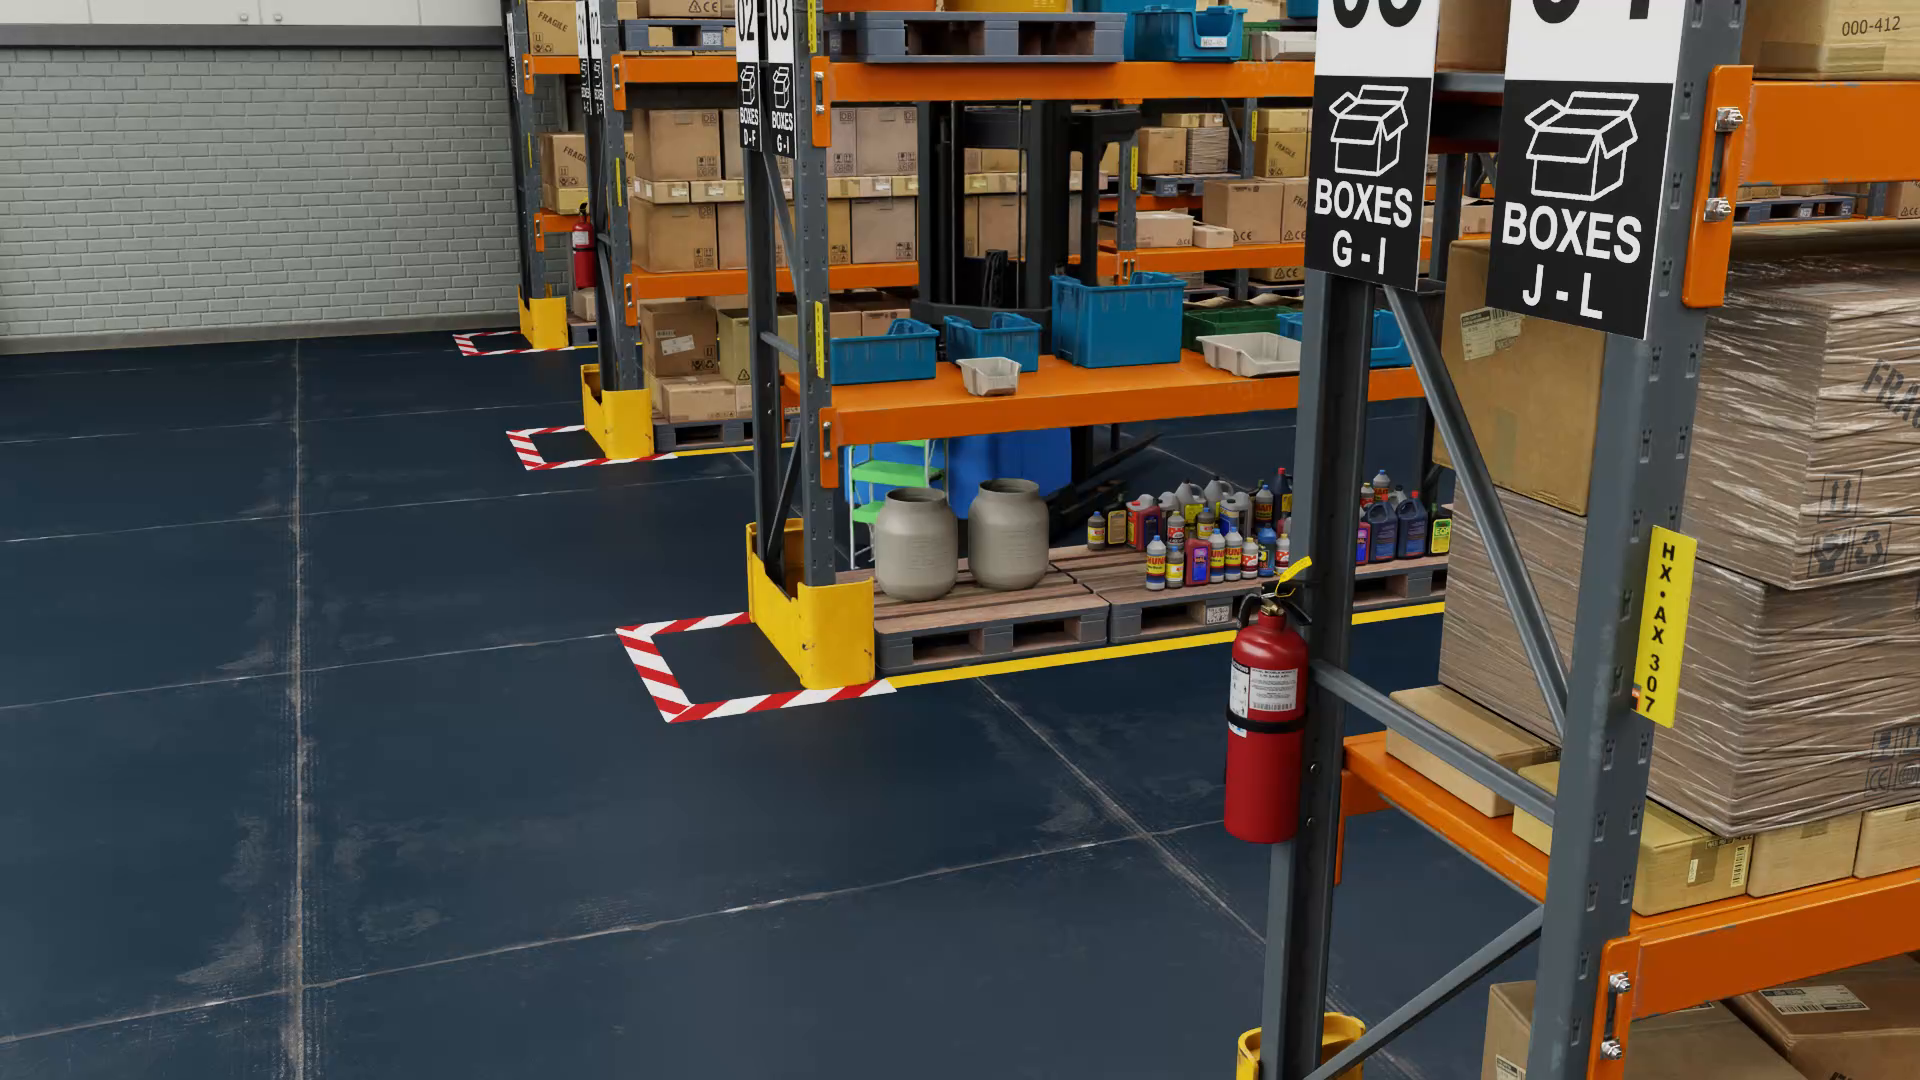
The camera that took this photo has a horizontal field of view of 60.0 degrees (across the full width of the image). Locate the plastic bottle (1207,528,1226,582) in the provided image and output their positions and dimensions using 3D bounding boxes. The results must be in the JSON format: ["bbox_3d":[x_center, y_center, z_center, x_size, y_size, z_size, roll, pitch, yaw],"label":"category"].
[{"bbox_3d":[1.318,0.075,8.580,0.097,0.271,0.097,0,16,0],"label":"plastic bottle"}]

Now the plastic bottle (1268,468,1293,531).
[{"bbox_3d":[1.850,-0.240,9.511,0.185,0.351,0.144,-7,18,-22],"label":"plastic bottle"}]

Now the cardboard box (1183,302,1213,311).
[{"bbox_3d":[1.919,-1.916,14.438,0.500,0.311,0.500,-6,17,-19],"label":"cardboard box"}]

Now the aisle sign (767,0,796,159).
[{"bbox_3d":[-0.769,-2.050,7.143,0.004,0.787,0.394,-6,17,-20],"label":"aisle sign"}]

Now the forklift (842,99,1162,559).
[{"bbox_3d":[0.446,-1.641,10.483,1.130,2.935,3.031,9,18,27],"label":"forklift"}]

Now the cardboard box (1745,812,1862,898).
[{"bbox_3d":[1.558,0.550,3.347,0.250,0.149,0.380,-6,17,-20],"label":"cardboard box"}]

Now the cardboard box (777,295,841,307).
[{"bbox_3d":[-1.253,-1.670,13.265,0.500,0.500,0.500,-6,17,-20],"label":"cardboard box"}]

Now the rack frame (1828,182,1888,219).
[{"bbox_3d":[8.630,-3.401,16.356,0.127,3.000,1.000,-6,17,-20],"label":"rack frame"}]

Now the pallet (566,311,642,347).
[{"bbox_3d":[-3.509,-2.236,17.339,1.213,0.211,1.003,-6,17,-20],"label":"pallet"}]

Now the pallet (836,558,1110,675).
[{"bbox_3d":[0.008,0.350,8.532,1.213,0.211,1.003,-6,17,-20],"label":"pallet"}]

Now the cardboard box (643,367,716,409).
[{"bbox_3d":[-2.180,-1.205,13.013,0.500,0.250,0.500,-6,17,-20],"label":"cardboard box"}]

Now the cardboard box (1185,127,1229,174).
[{"bbox_3d":[2.684,-4.510,19.173,0.500,0.500,0.700,-8,18,-27],"label":"cardboard box"}]

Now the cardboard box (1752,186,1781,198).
[{"bbox_3d":[7.488,-3.575,16.027,0.500,0.500,0.700,-3,17,-11],"label":"cardboard box"}]

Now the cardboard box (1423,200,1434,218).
[{"bbox_3d":[3.990,-2.916,14.861,0.500,0.311,0.500,-6,18,-21],"label":"cardboard box"}]

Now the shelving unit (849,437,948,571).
[{"bbox_3d":[-0.343,-0.399,9.327,0.503,1.200,0.258,8,18,26],"label":"shelving unit"}]

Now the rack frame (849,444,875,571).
[{"bbox_3d":[-0.559,-0.431,9.436,0.015,1.200,0.240,8,18,26],"label":"rack frame"}]

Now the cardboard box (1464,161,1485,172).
[{"bbox_3d":[6.040,-4.737,20.165,0.500,0.500,0.500,-6,17,-20],"label":"cardboard box"}]

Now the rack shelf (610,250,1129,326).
[{"bbox_3d":[-0.708,-2.047,13.024,4.000,0.370,1.077,-6,17,-20],"label":"rack shelf"}]

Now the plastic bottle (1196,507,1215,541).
[{"bbox_3d":[1.364,-0.079,9.229,0.097,0.201,0.097,0,16,0],"label":"plastic bottle"}]

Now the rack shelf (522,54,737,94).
[{"bbox_3d":[-2.484,-4.790,17.038,4.000,0.370,1.077,-6,17,-20],"label":"rack shelf"}]

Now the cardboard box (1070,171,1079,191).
[{"bbox_3d":[0.751,-2.845,13.135,0.250,0.149,0.380,-7,18,-21],"label":"cardboard box"}]

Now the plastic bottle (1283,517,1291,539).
[{"bbox_3d":[1.796,0.013,8.783,0.135,0.276,0.152,-6,17,-19],"label":"plastic bottle"}]

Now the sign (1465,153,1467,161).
[{"bbox_3d":[4.692,-3.657,15.313,0.005,0.325,0.100,-6,17,-20],"label":"sign"}]

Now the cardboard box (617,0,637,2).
[{"bbox_3d":[-3.418,-5.483,16.134,0.500,0.500,0.500,-6,18,-21],"label":"cardboard box"}]

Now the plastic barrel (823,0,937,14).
[{"bbox_3d":[-0.398,-2.817,7.535,0.708,0.830,0.600,-6,17,-20],"label":"plastic barrel"}]

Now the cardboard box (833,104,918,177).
[{"bbox_3d":[-0.658,-3.067,12.737,0.500,0.500,0.700,-6,17,-20],"label":"cardboard box"}]

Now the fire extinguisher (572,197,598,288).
[{"bbox_3d":[-2.852,-2.264,12.622,0.183,0.674,0.296,-6,17,-20],"label":"fire extinguisher"}]

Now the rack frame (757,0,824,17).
[{"bbox_3d":[-0.807,-3.766,6.951,0.127,3.000,1.000,-6,17,-20],"label":"rack frame"}]

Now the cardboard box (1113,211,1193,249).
[{"bbox_3d":[1.604,-2.583,13.838,0.500,0.250,0.500,-5,17,-17],"label":"cardboard box"}]

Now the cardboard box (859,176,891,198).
[{"bbox_3d":[-0.696,-2.688,12.599,0.250,0.149,0.380,-6,17,-20],"label":"cardboard box"}]

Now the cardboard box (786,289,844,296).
[{"bbox_3d":[-1.571,-2.794,17.944,0.500,0.500,0.500,-8,18,-24],"label":"cardboard box"}]

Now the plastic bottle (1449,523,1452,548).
[{"bbox_3d":[2.701,-0.041,9.098,0.097,0.201,0.097,0,16,0],"label":"plastic bottle"}]

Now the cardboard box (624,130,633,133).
[{"bbox_3d":[-3.514,-3.943,17.102,0.500,0.500,0.500,-6,17,-19],"label":"cardboard box"}]

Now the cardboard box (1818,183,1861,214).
[{"bbox_3d":[9.005,-3.567,16.743,0.500,0.500,0.500,-6,17,-19],"label":"cardboard box"}]

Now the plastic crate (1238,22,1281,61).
[{"bbox_3d":[1.358,-2.541,8.479,0.450,0.188,0.336,-6,17,-20],"label":"plastic crate"}]

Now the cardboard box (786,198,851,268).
[{"bbox_3d":[-1.181,-2.385,12.720,0.500,0.500,0.700,-6,17,-20],"label":"cardboard box"}]

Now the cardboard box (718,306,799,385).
[{"bbox_3d":[-1.529,-1.479,12.616,0.500,0.500,0.500,-6,17,-20],"label":"cardboard box"}]

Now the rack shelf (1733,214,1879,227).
[{"bbox_3d":[6.762,-2.854,15.770,4.000,0.370,1.077,-6,17,-20],"label":"rack shelf"}]

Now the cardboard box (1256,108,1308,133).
[{"bbox_3d":[3.662,-4.841,19.190,0.500,0.250,0.500,-6,17,-19],"label":"cardboard box"}]

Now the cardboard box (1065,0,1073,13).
[{"bbox_3d":[0.595,-4.369,13.157,0.500,0.500,0.500,-5,17,-16],"label":"cardboard box"}]

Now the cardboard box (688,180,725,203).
[{"bbox_3d":[-1.886,-2.560,12.165,0.250,0.149,0.380,-7,18,-22],"label":"cardboard box"}]

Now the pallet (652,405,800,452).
[{"bbox_3d":[-1.876,-0.941,12.929,1.213,0.211,1.003,-6,17,-20],"label":"pallet"}]

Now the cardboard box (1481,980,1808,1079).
[{"bbox_3d":[1.555,1.355,3.851,0.500,0.500,0.500,-3,17,-10],"label":"cardboard box"}]

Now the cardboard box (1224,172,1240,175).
[{"bbox_3d":[3.331,-4.290,19.793,0.250,0.149,0.380,-6,17,-19],"label":"cardboard box"}]

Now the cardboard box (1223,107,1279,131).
[{"bbox_3d":[3.450,-4.975,19.643,0.500,0.250,0.500,-6,17,-19],"label":"cardboard box"}]

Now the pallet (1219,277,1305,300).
[{"bbox_3d":[3.882,-3.022,20.015,1.213,0.211,1.003,-6,17,-20],"label":"pallet"}]

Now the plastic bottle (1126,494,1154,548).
[{"bbox_3d":[0.997,-0.110,9.203,0.135,0.276,0.152,-6,17,-20],"label":"plastic bottle"}]

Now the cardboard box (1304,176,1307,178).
[{"bbox_3d":[4.026,-4.190,19.452,0.250,0.149,0.380,-6,17,-18],"label":"cardboard box"}]

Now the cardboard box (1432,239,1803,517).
[{"bbox_3d":[1.391,-0.375,3.572,0.500,0.500,0.500,-6,17,-20],"label":"cardboard box"}]

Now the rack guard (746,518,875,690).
[{"bbox_3d":[-0.752,0.292,8.217,0.348,0.500,1.175,-6,17,-20],"label":"rack guard"}]

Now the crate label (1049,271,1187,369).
[{"bbox_3d":[0.815,-1.161,8.666,0.616,0.435,0.502,-6,17,-20],"label":"crate label"}]

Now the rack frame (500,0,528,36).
[{"bbox_3d":[-4.351,-6.372,15.827,0.127,3.000,1.000,-6,17,-20],"label":"rack frame"}]

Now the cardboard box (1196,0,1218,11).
[{"bbox_3d":[1.739,-4.223,13.351,0.500,0.250,0.500,-4,17,-14],"label":"cardboard box"}]

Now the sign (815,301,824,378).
[{"bbox_3d":[-0.614,-0.875,7.263,0.005,0.325,0.100,-6,17,-20],"label":"sign"}]
